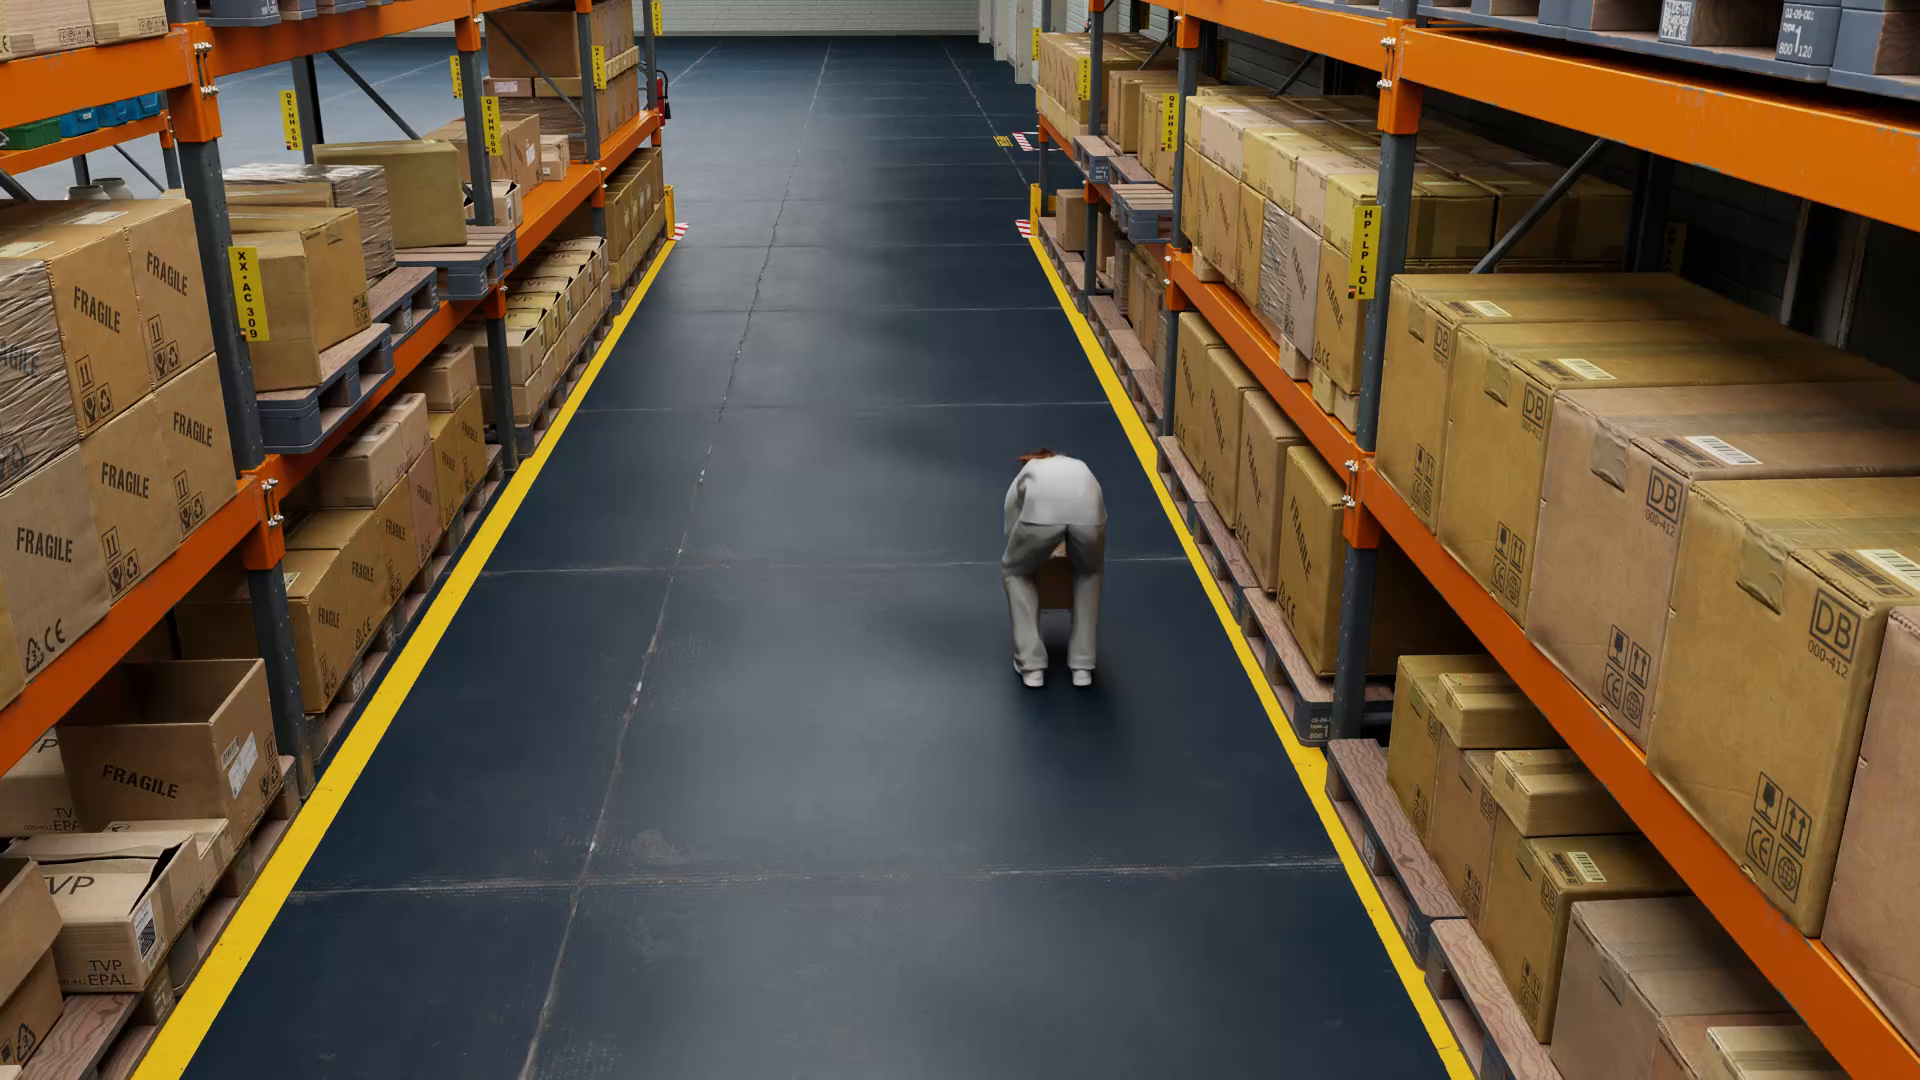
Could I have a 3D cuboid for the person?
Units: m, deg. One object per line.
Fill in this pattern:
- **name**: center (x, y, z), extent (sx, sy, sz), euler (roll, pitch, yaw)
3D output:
- **person**: center (0.403, 0.072, 7.370), extent (0.451, 0.986, 0.864), euler (-2, 21, -5)
